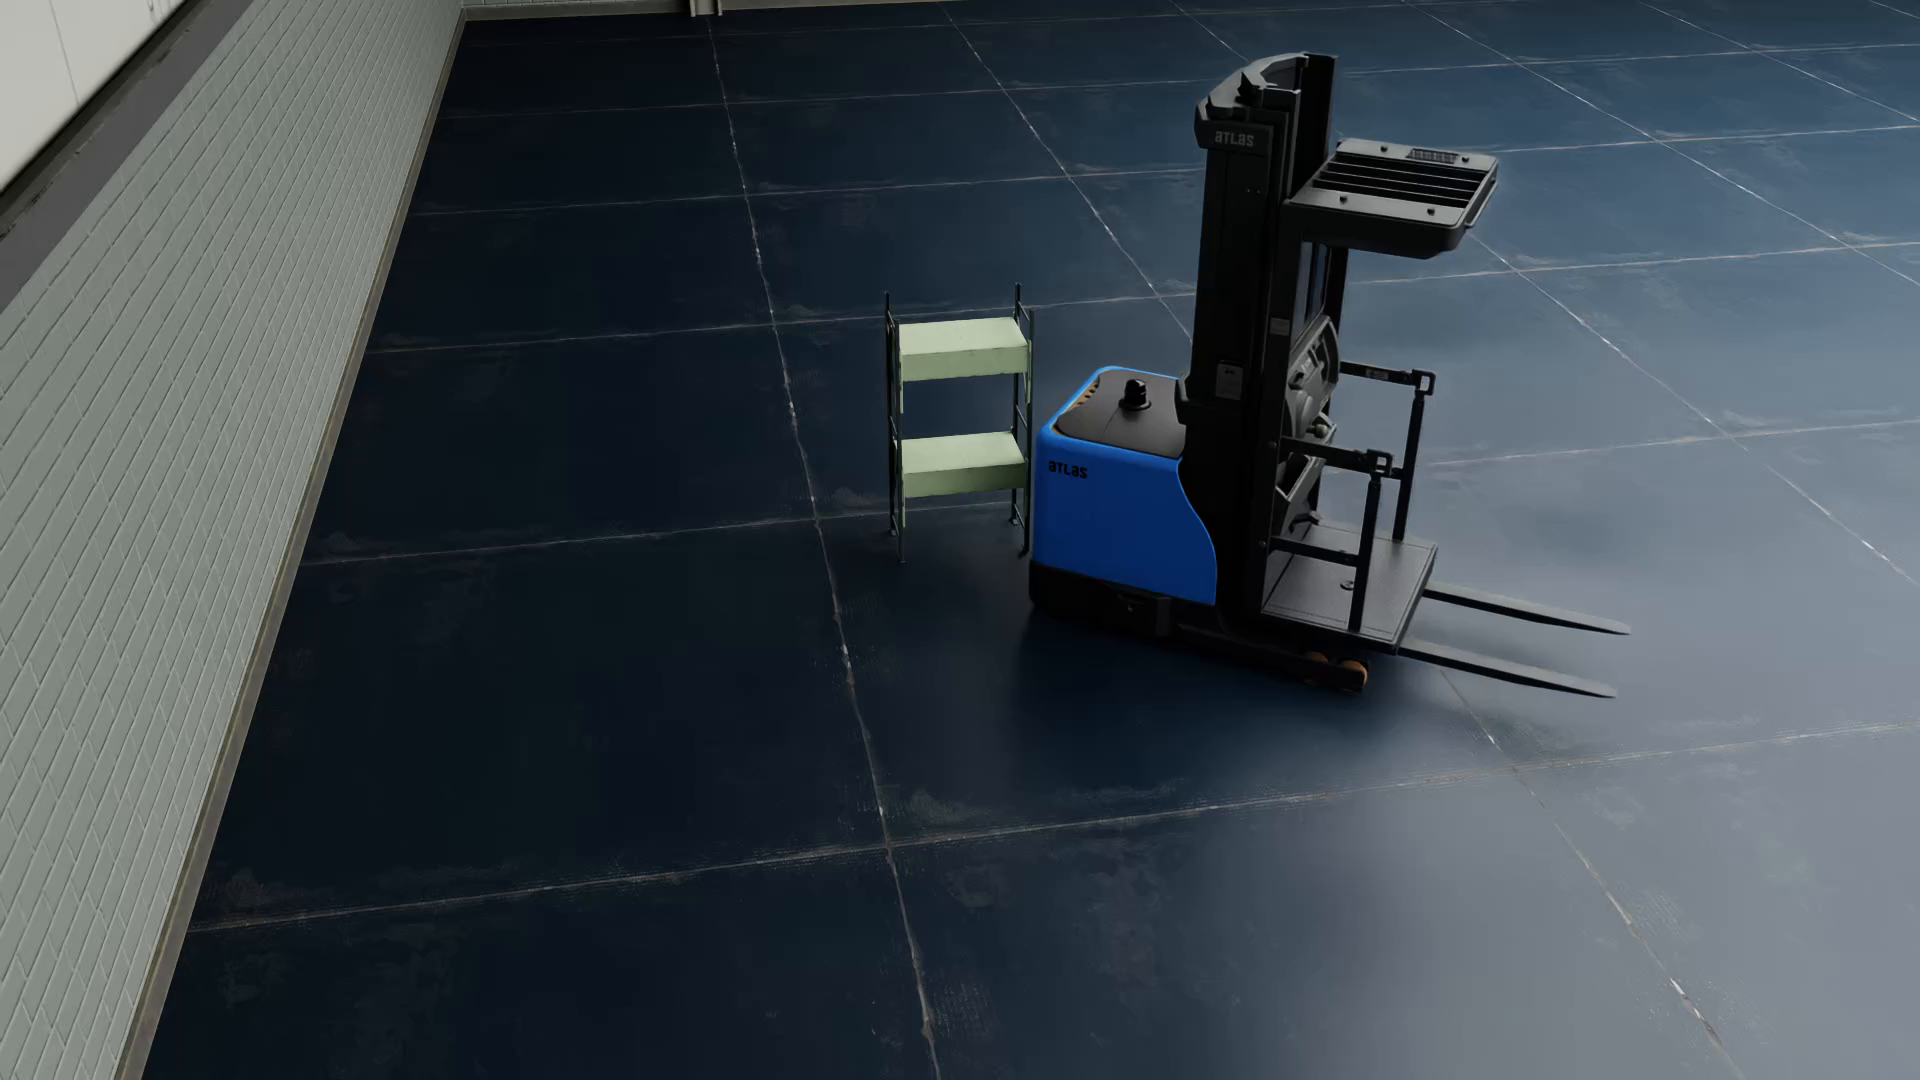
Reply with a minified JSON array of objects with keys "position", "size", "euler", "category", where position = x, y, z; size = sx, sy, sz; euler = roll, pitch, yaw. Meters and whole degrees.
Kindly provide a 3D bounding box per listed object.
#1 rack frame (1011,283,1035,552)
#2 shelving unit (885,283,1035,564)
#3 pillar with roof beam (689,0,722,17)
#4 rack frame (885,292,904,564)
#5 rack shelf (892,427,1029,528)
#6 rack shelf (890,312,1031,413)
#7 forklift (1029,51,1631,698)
[{"position":[0.353,-0.679,9.426],"size":[0.023,1.500,0.400],"euler":[-5,31,-9],"category":"rack frame"},{"position":[-0.007,-0.646,9.369],"size":[0.755,1.500,0.431],"euler":[-5,31,-9],"category":"shelving unit"},{"position":[-2.456,-8.433,15.214],"size":[0.400,9.000,9.100],"euler":[-5,31,-9],"category":"pillar with roof beam"},{"position":[-0.367,-0.612,9.312],"size":[0.023,1.500,0.400],"euler":[-5,31,-9],"category":"rack frame"},{"position":[-0.007,-0.365,9.534],"size":[0.720,0.370,0.431],"euler":[-5,31,-9],"category":"rack shelf"},{"position":[-0.007,-0.982,9.171],"size":[0.720,0.370,0.431],"euler":[-5,31,-9],"category":"rack shelf"},{"position":[1.935,-0.792,8.205],"size":[3.031,2.935,1.130],"euler":[13,33,21],"category":"forklift"}]
